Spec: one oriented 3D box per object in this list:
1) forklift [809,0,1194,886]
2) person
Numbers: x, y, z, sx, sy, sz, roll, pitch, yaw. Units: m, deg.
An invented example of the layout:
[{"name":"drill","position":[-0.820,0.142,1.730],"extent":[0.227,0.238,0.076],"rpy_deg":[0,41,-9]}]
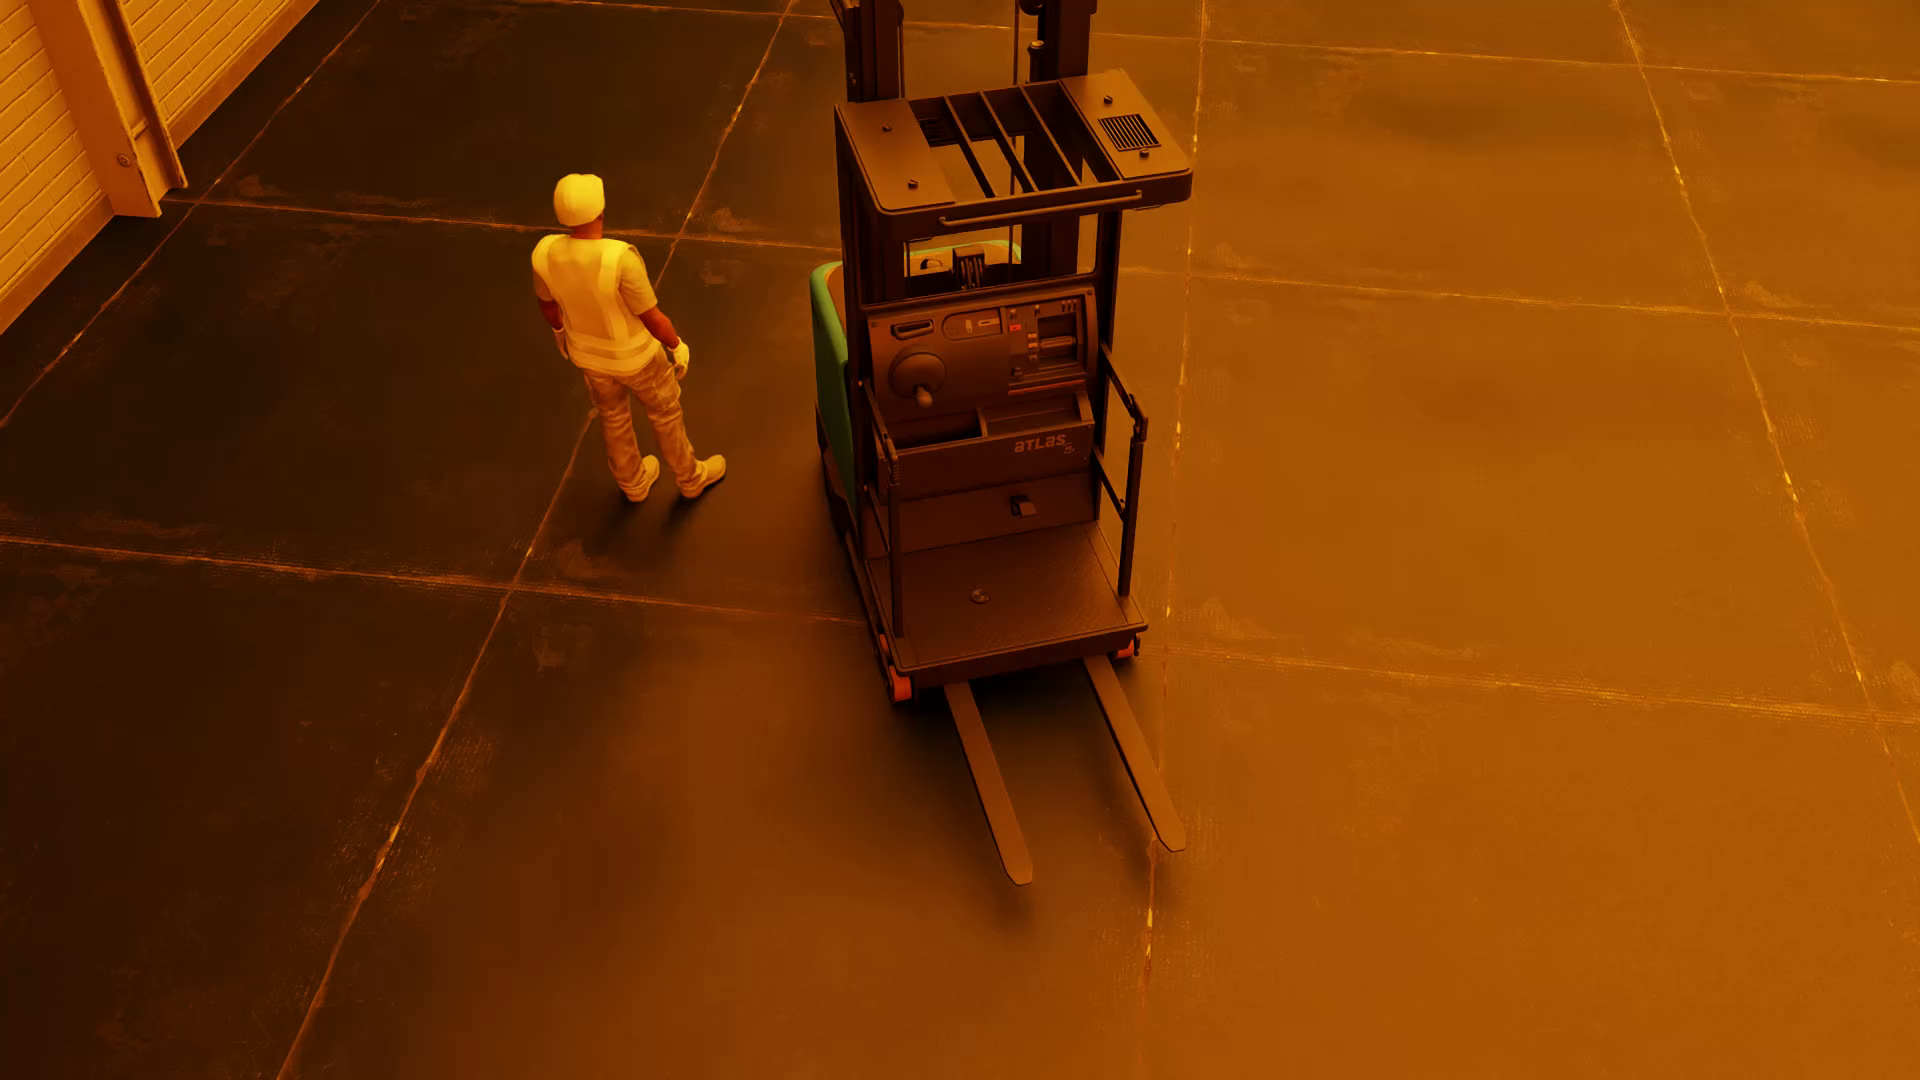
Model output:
[{"name":"forklift","position":[0.153,-0.681,6.465],"extent":[1.130,2.935,3.031],"rpy_deg":[-10,44,-11]},{"name":"person","position":[-1.524,-0.915,7.561],"extent":[0.659,1.786,0.564],"rpy_deg":[13,44,14]}]
